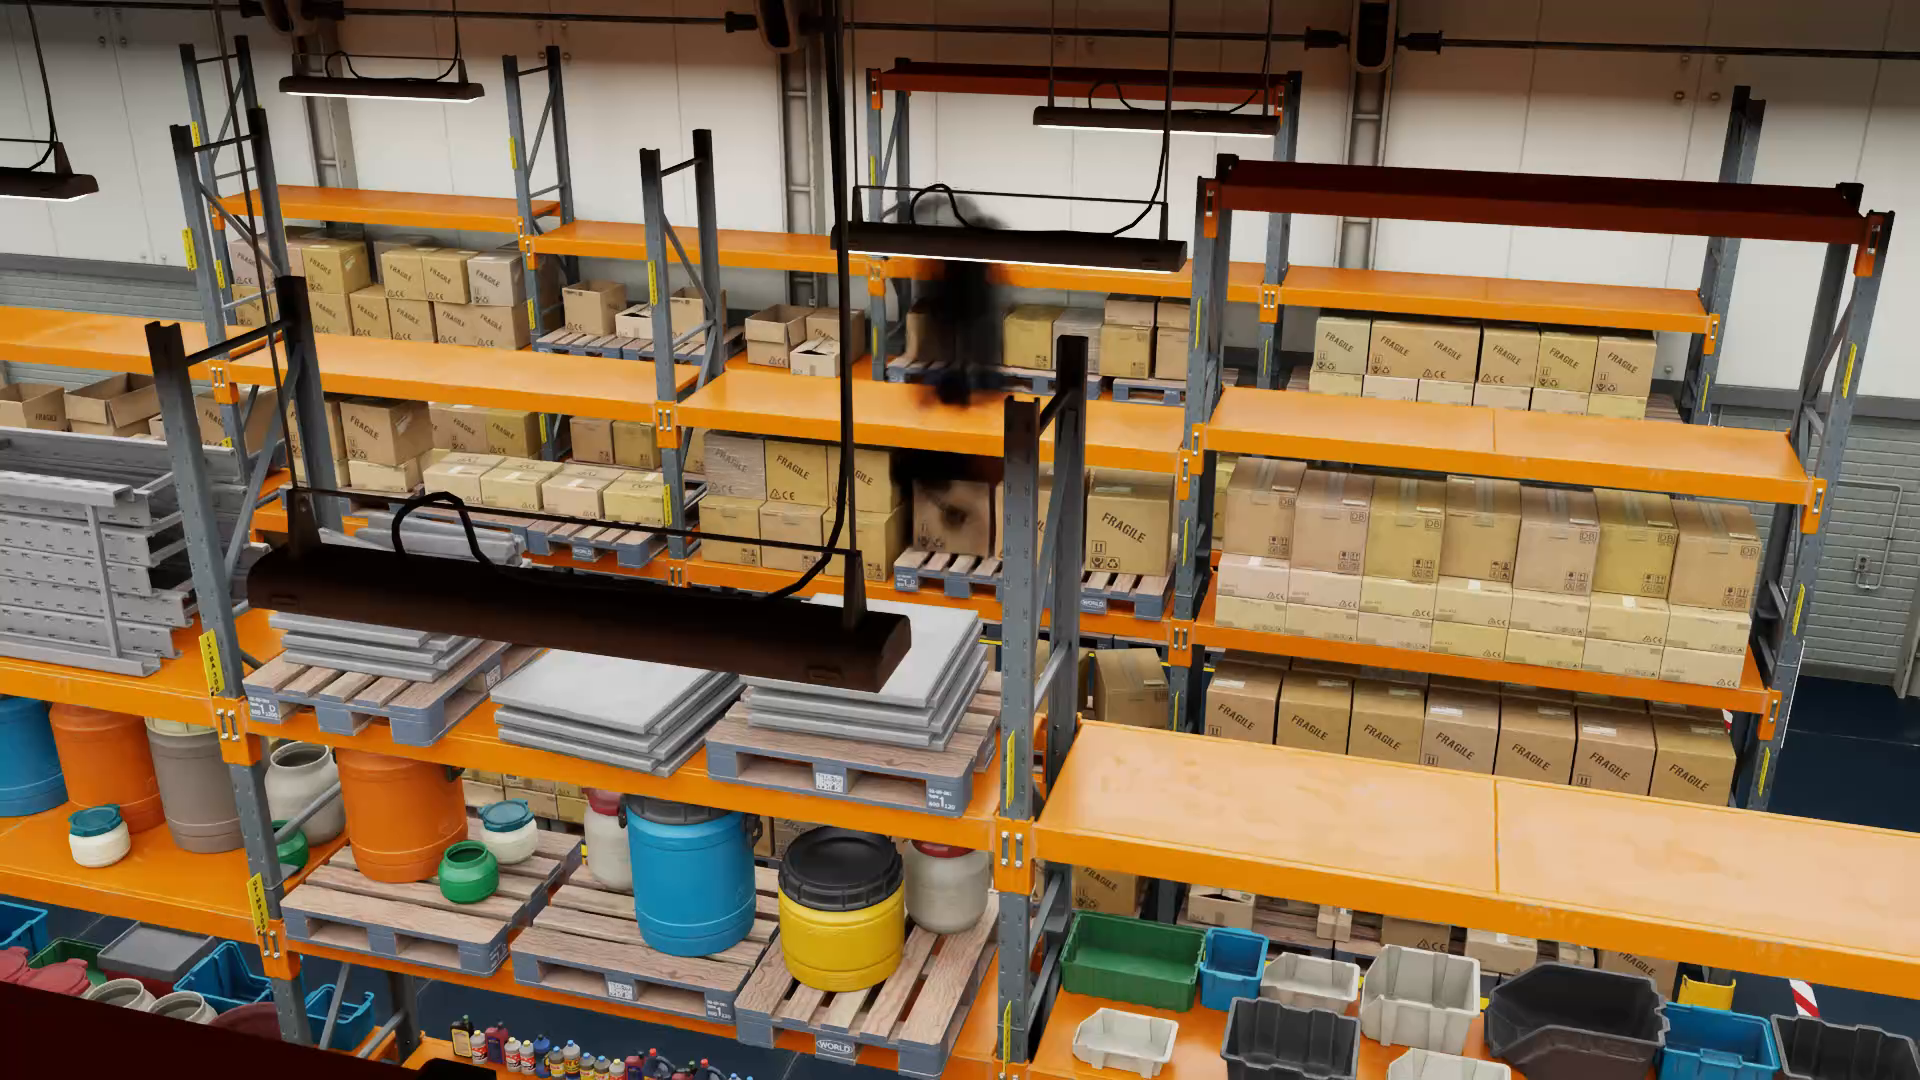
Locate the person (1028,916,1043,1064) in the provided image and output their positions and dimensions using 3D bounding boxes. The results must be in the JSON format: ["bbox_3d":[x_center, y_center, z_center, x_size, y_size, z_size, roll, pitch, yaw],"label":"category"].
[{"bbox_3d":[0.556,3.149,10.387,0.793,1.825,0.637,12,25,26],"label":"person"}]

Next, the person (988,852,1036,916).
[{"bbox_3d":[0.266,2.736,11.183,0.519,1.754,0.646,6,23,14],"label":"person"}]
